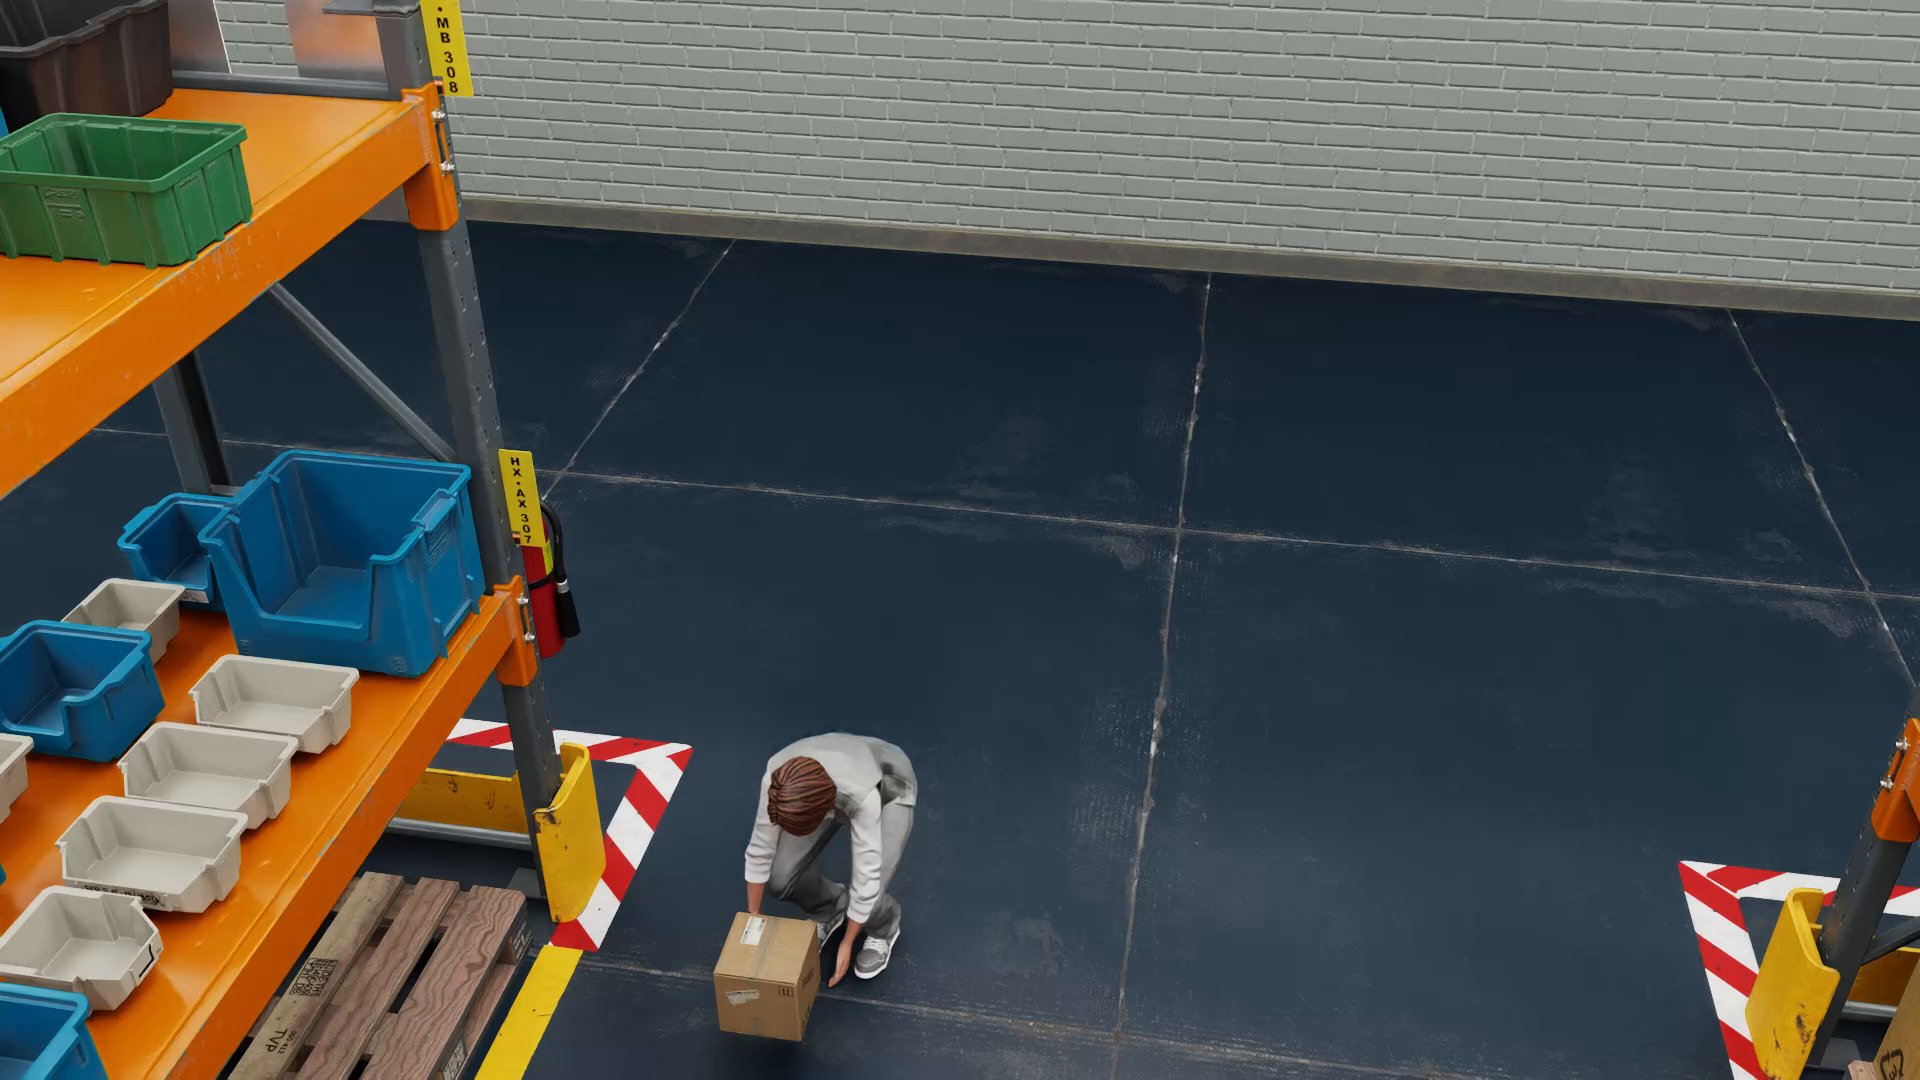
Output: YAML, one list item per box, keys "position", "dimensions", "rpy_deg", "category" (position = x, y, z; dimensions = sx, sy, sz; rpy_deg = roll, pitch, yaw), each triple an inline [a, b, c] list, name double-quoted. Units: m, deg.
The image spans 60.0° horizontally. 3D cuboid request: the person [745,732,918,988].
- position: [-0.372, 0.947, 5.199]
  dimensions: [0.454, 1.039, 0.757]
  rpy_deg: [14, 35, 20]
  category: "person"
